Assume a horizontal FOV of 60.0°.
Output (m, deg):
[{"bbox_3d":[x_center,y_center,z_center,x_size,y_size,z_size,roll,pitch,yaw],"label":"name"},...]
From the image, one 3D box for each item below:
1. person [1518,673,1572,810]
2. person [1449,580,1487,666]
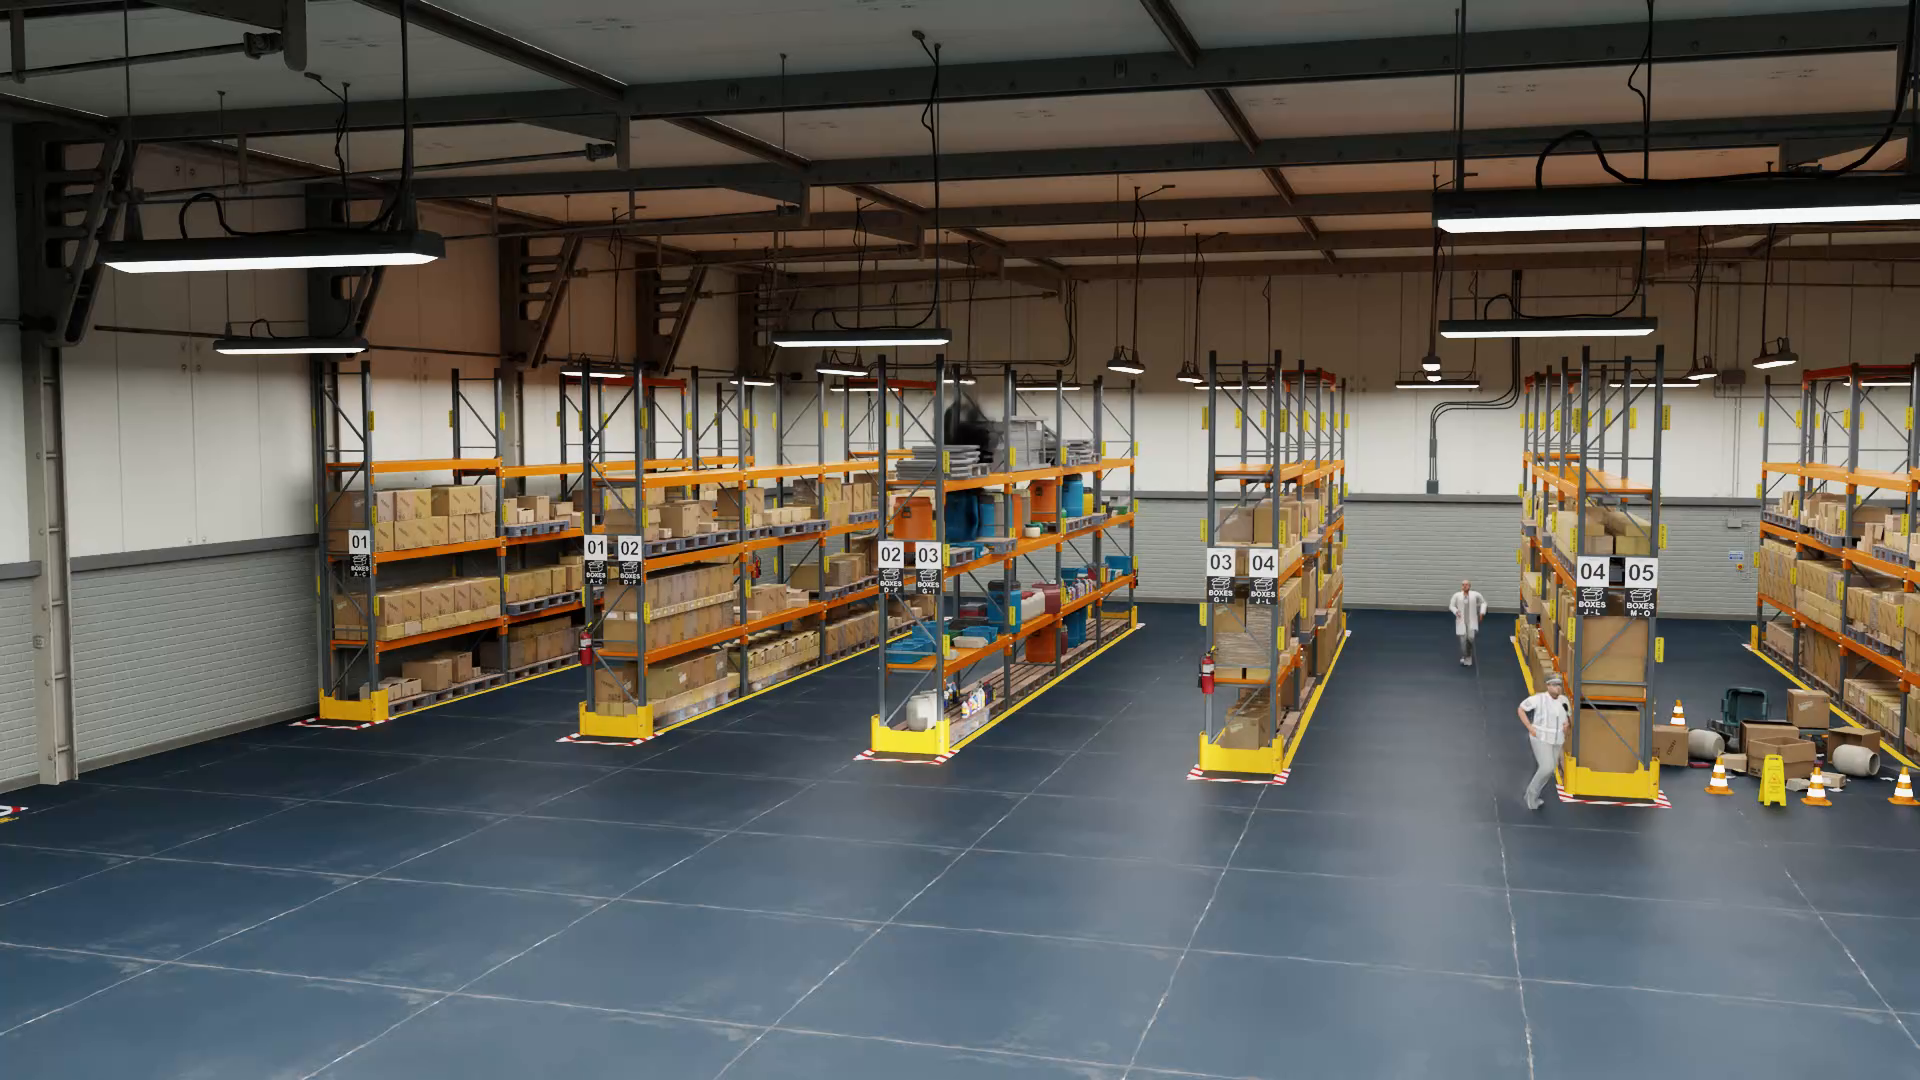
[{"bbox_3d":[7.612,2.608,21.497,0.687,1.799,0.621,-1,4,-14],"label":"person"},{"bbox_3d":[10.394,1.702,34.092,0.719,1.765,0.730,2,4,22],"label":"person"}]
